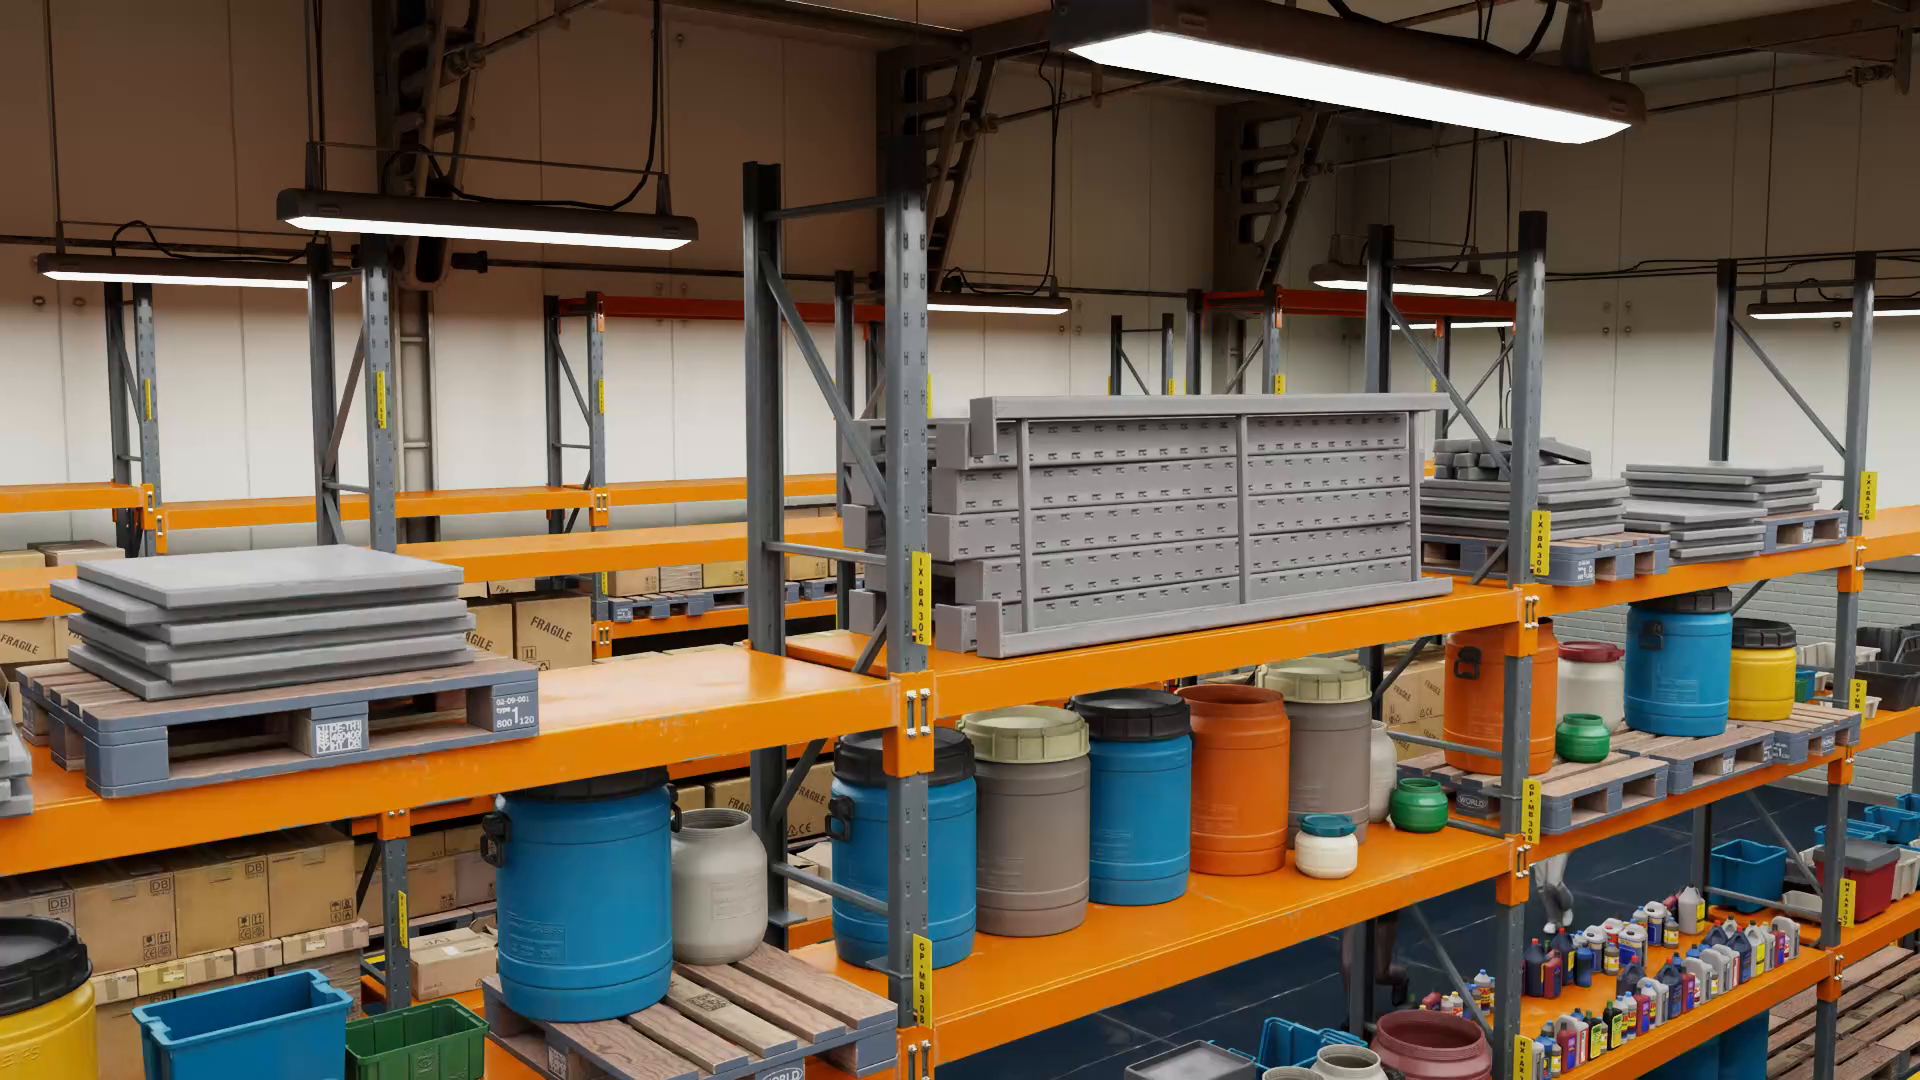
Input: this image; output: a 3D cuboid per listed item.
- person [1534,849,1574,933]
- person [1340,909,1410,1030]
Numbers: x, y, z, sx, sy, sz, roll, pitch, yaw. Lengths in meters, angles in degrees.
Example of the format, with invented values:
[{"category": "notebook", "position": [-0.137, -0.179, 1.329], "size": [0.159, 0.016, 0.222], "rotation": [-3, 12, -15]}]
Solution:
[{"category": "person", "position": [5.506, 2.859, 15.539], "size": [0.570, 1.634, 0.553], "rotation": [5, 7, 40]}, {"category": "person", "position": [3.310, 3.046, 13.354], "size": [0.667, 1.685, 0.779], "rotation": [5, 8, 44]}]
